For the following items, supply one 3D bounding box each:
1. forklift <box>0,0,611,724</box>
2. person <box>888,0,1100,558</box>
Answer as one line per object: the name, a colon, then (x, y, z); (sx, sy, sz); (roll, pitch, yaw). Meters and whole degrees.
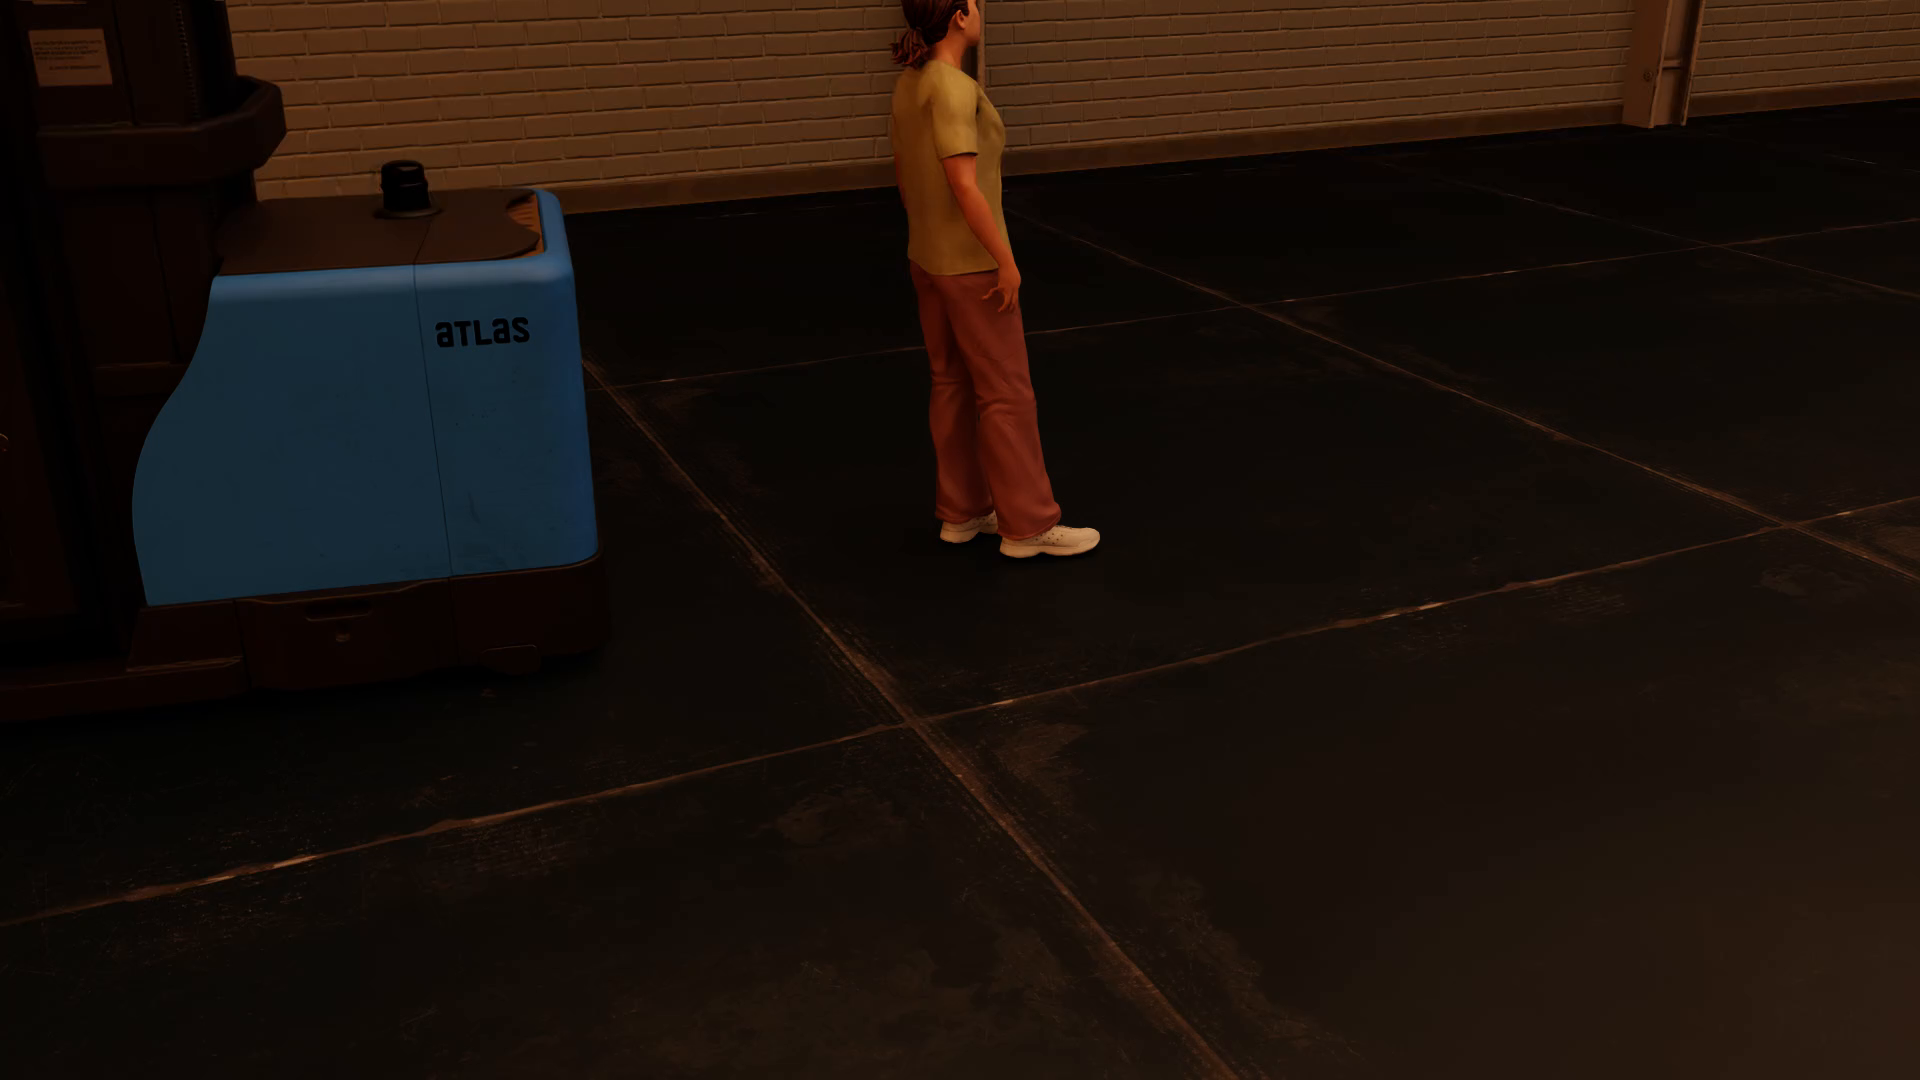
forklift: (-2.482, -1.055, 3.825); (3.031, 2.935, 1.130); (-6, 23, -13)
person: (0.072, -0.788, 4.801); (0.549, 1.675, 0.553); (-10, 25, -23)
